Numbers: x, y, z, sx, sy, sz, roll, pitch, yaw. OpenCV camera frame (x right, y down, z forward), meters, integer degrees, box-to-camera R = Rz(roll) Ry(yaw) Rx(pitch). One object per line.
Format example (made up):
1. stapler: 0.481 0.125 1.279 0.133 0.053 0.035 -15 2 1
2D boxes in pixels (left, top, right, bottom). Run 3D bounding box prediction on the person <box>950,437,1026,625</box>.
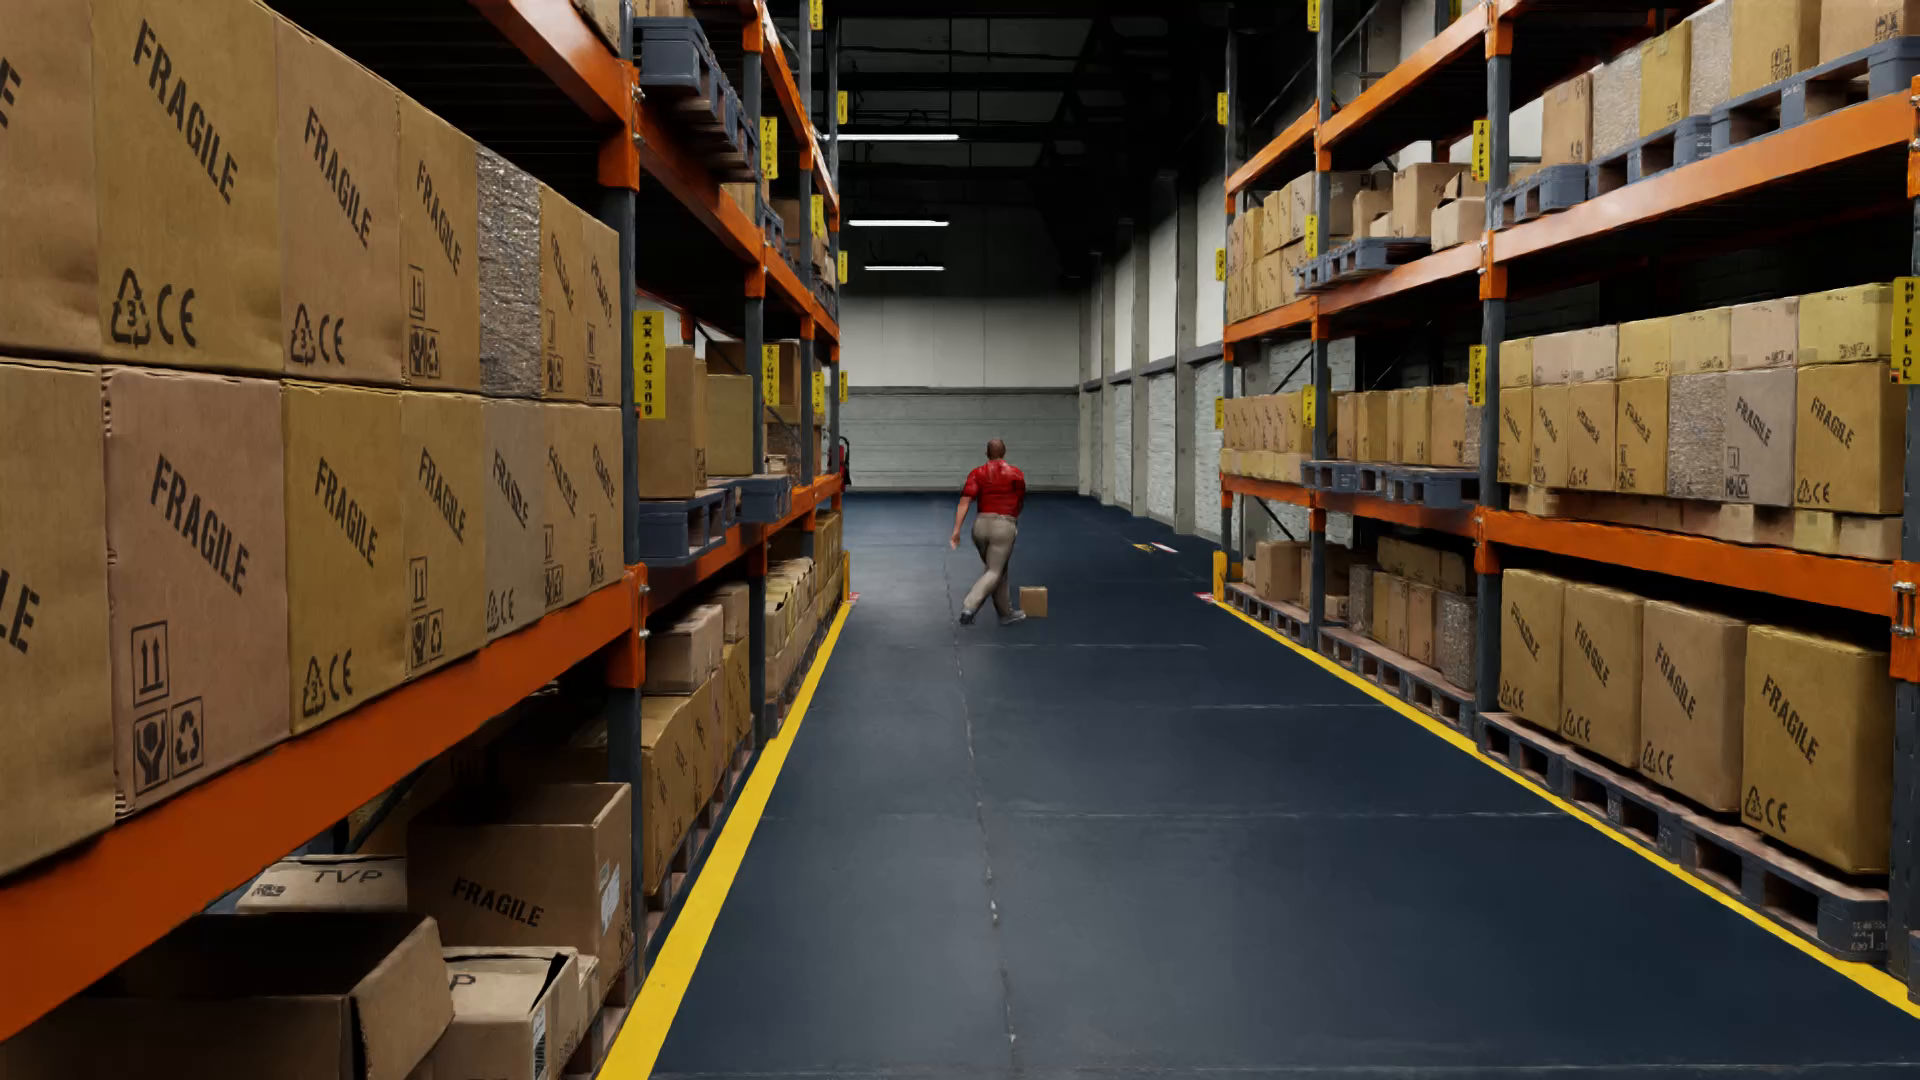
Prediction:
1. person: 0.282 -0.067 14.658 0.519 1.673 1.022 2 4 29
